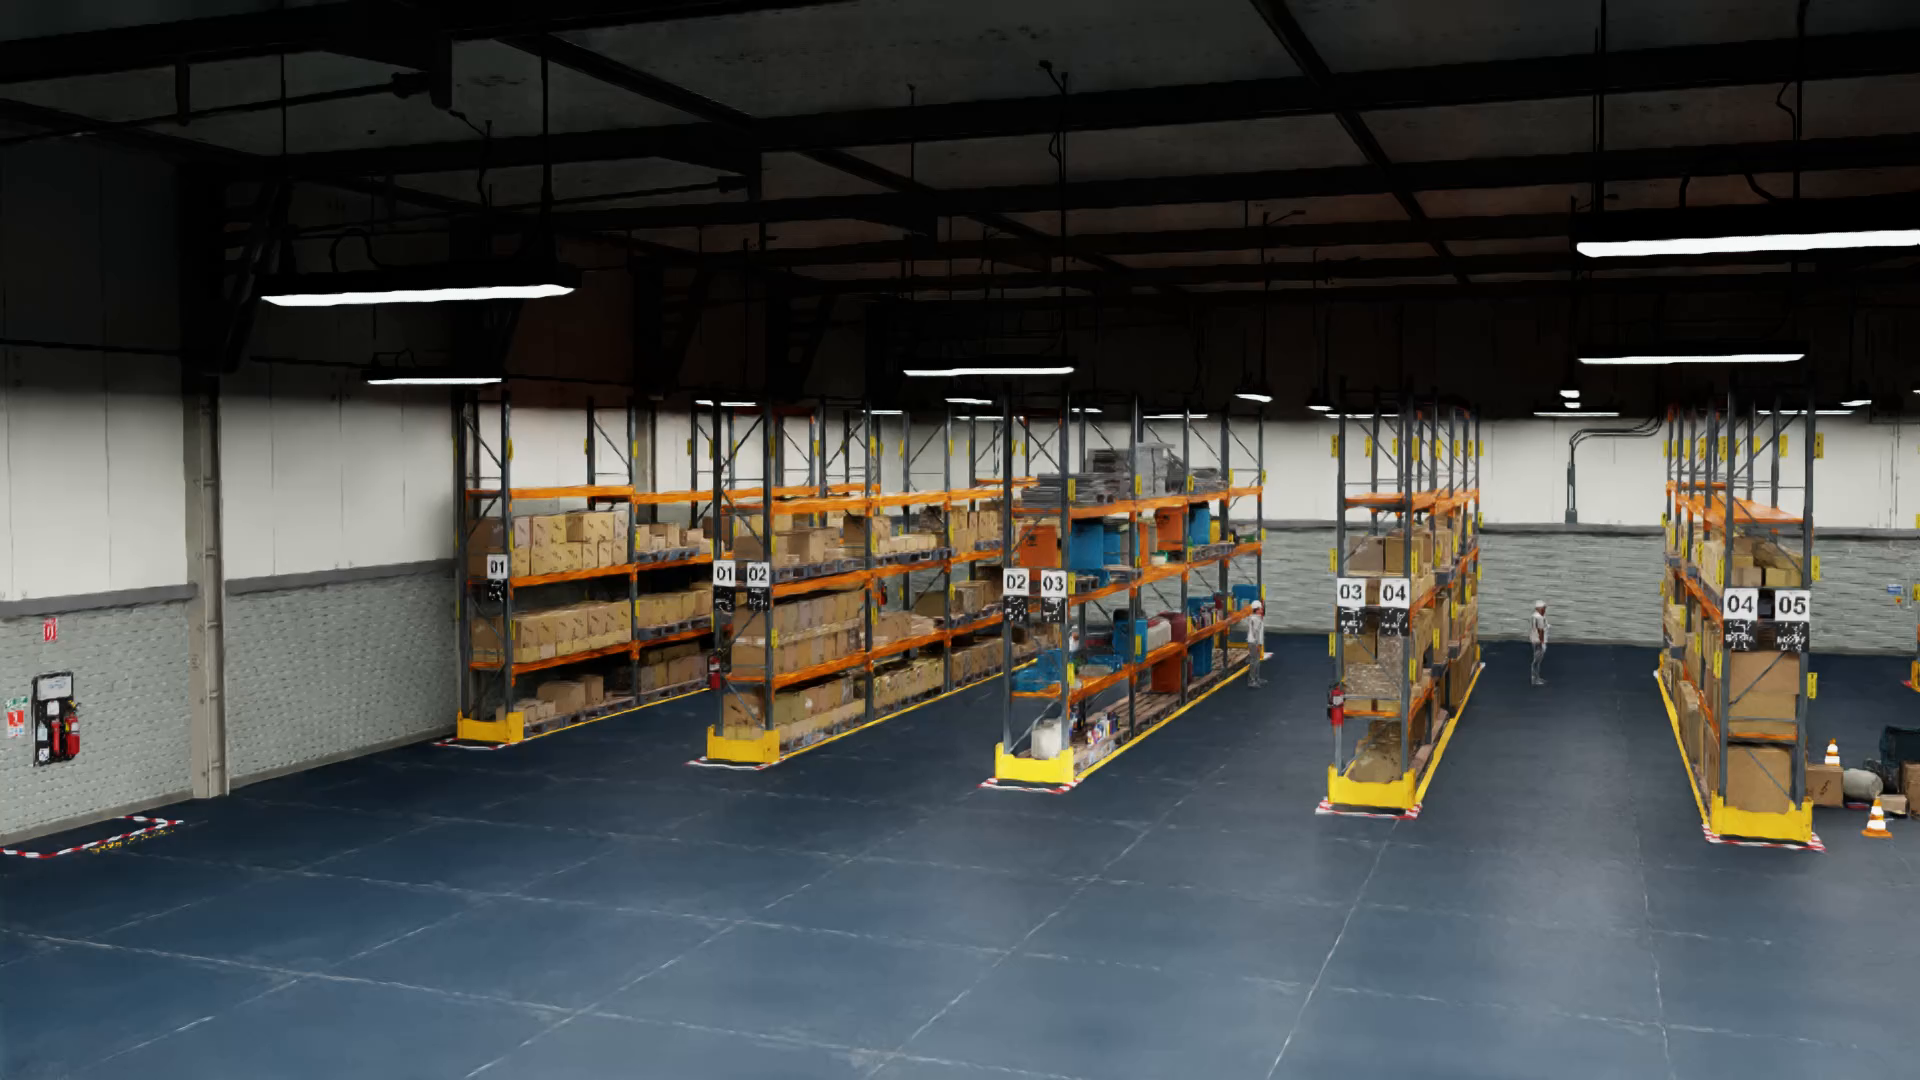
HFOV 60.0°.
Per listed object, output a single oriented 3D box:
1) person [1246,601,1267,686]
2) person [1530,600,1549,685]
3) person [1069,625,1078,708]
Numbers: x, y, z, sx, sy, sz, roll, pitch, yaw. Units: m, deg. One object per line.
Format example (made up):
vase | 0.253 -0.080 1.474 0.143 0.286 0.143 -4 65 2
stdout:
person | 6.277 2.173 35.056 0.465 1.772 0.598 0 3 4
person | 12.258 2.155 35.166 0.409 1.784 0.658 1 3 9
person | 2.260 2.427 32.180 0.497 1.578 1.090 1 3 23
